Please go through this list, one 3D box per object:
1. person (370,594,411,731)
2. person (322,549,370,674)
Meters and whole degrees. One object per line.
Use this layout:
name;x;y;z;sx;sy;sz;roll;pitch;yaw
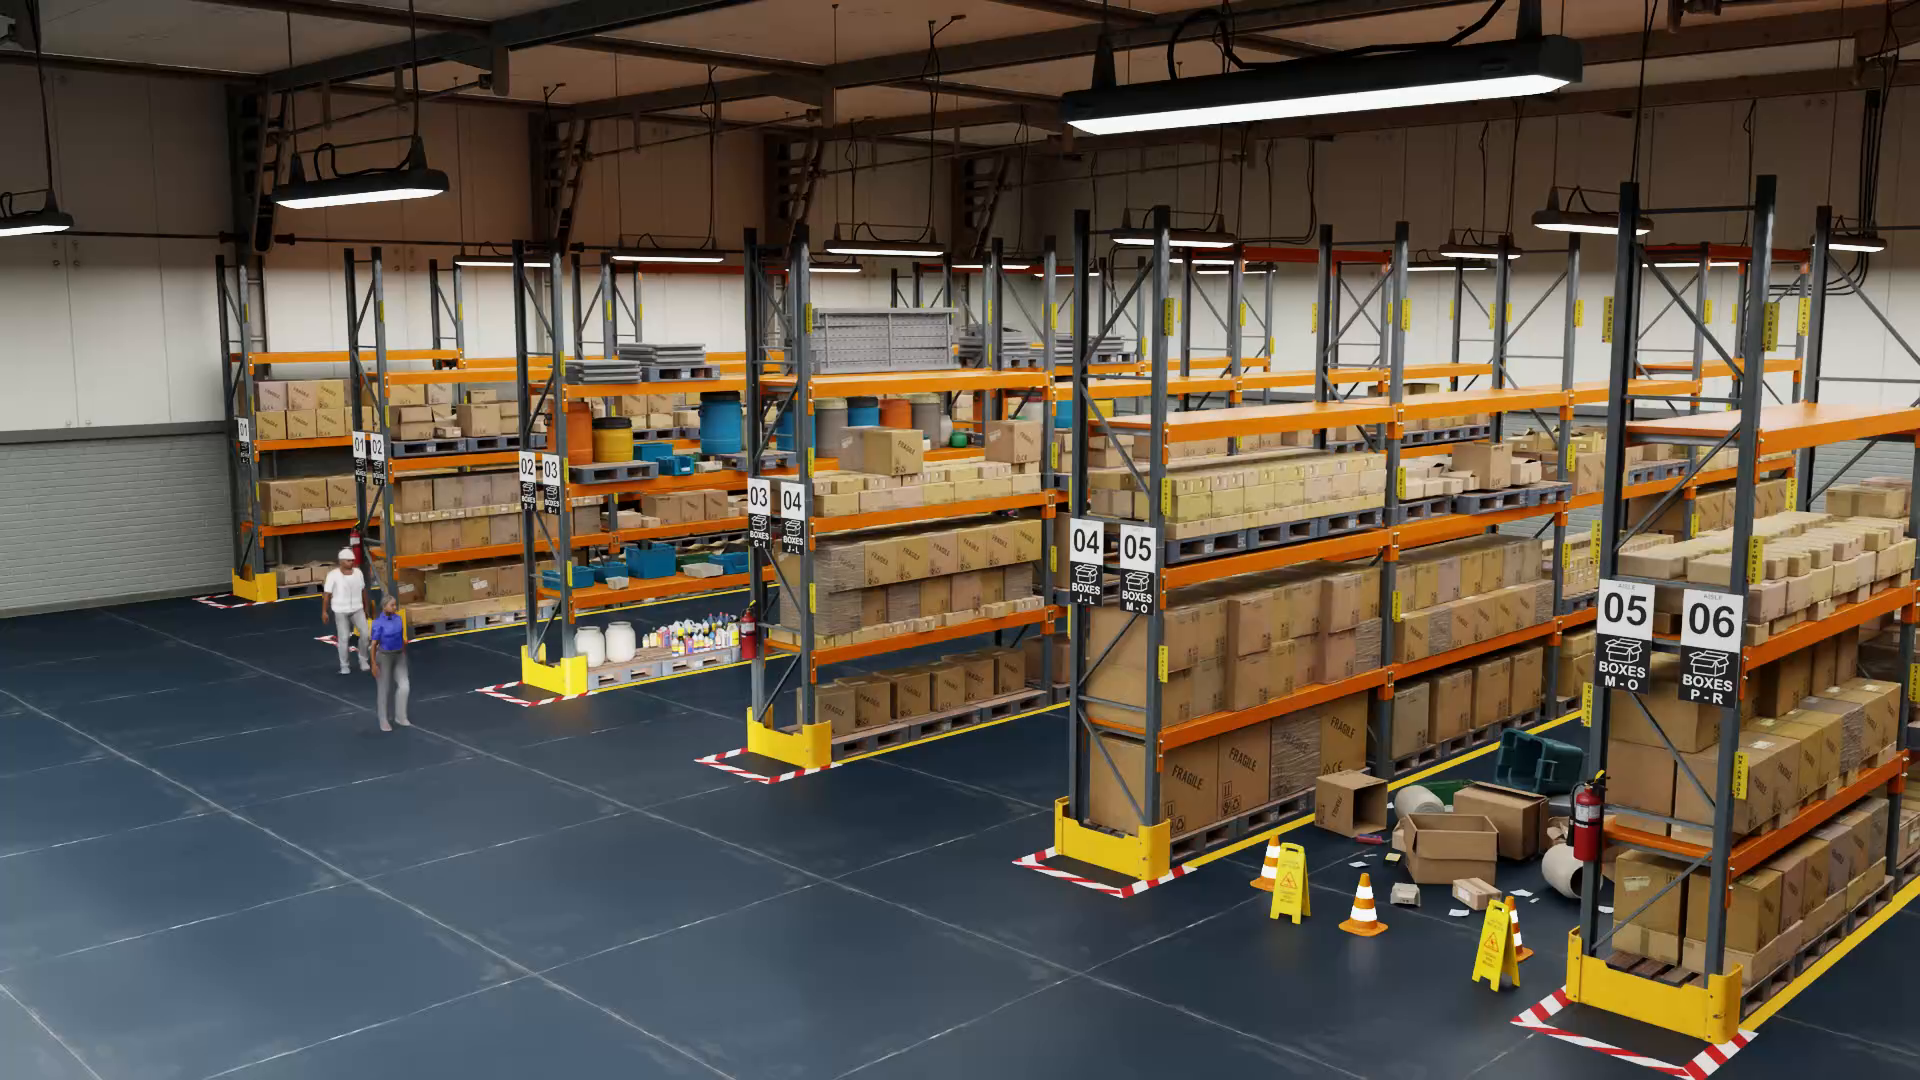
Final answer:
person;-6.973;1.521;20.321;0.322;1.737;0.545;5;10;33
person;-8.631;0.999;23.379;0.692;1.762;0.392;-7;11;-42
